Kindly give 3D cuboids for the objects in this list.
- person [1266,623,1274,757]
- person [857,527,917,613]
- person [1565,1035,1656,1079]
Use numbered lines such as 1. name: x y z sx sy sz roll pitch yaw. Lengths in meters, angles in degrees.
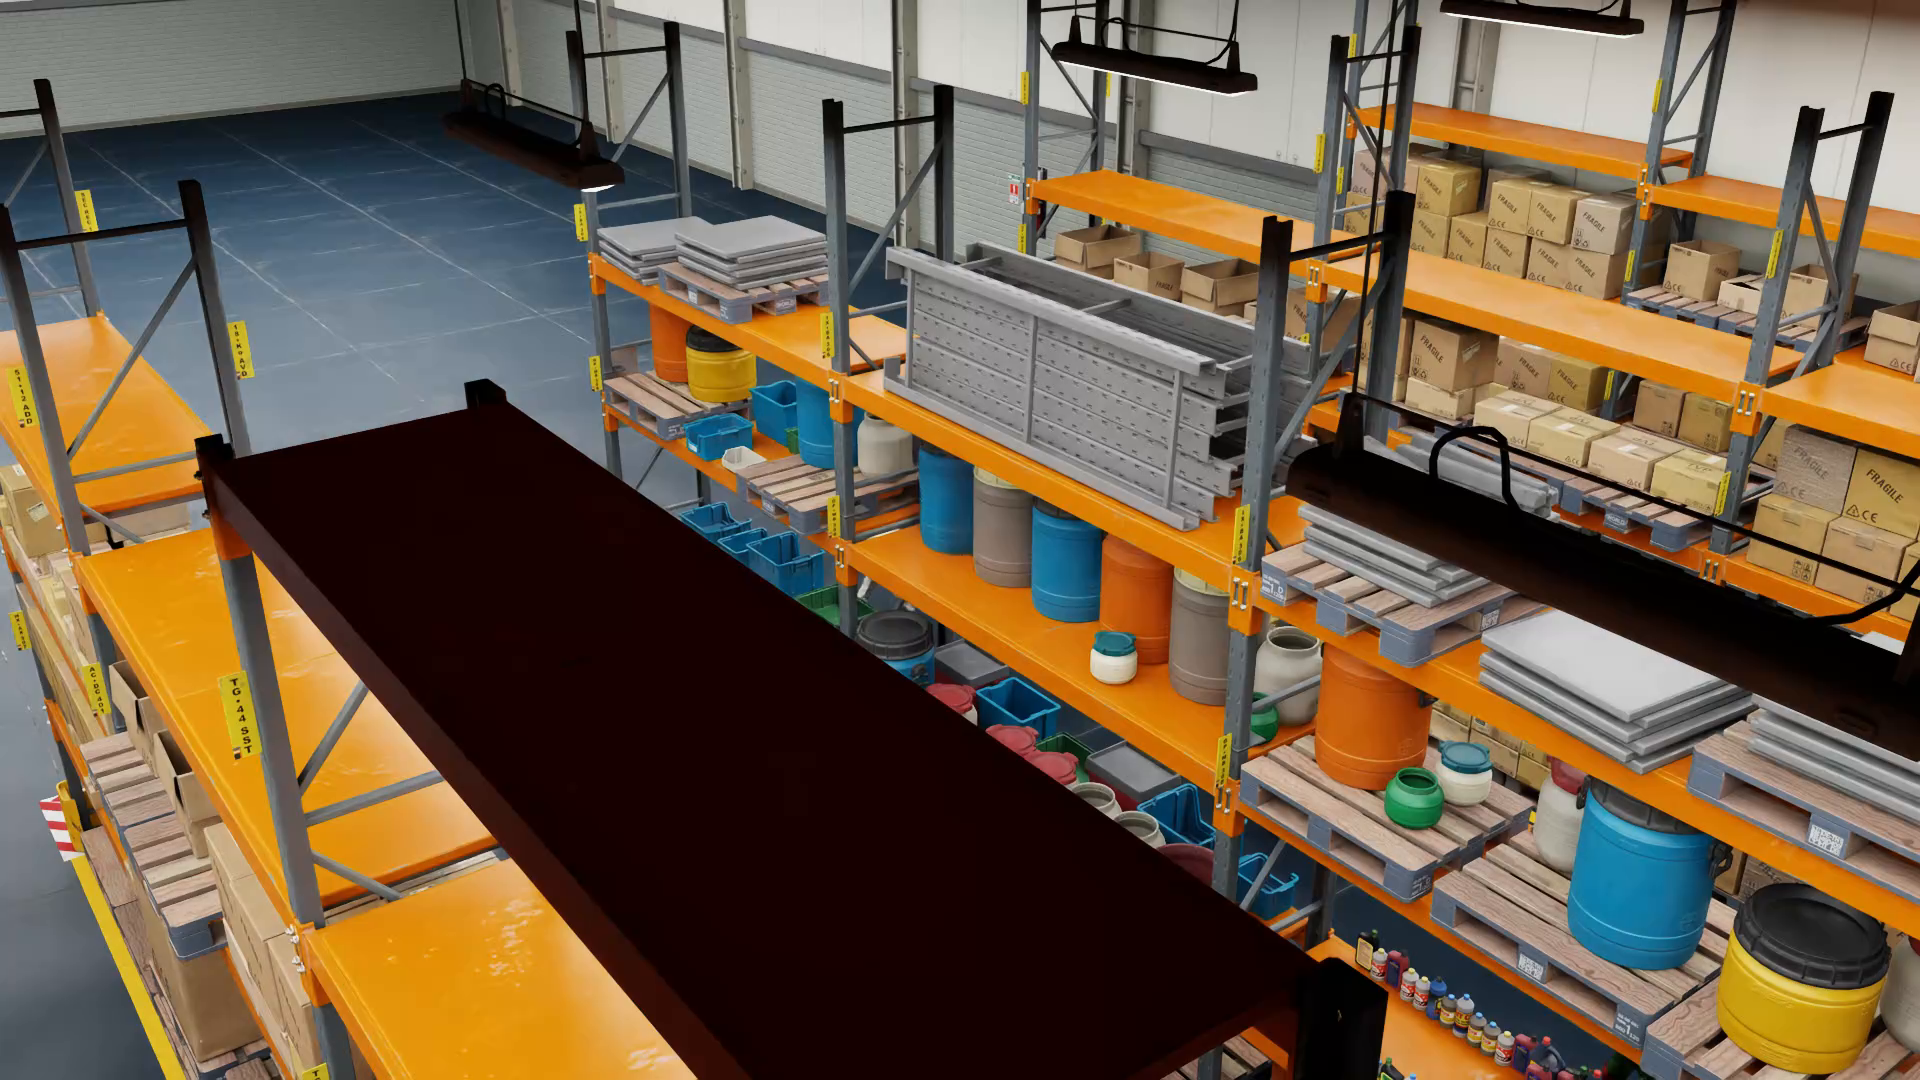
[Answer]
1. person: 2.371 1.331 13.613 0.475 1.562 1.057 -13 28 -25
2. person: -0.855 0.016 16.816 0.993 1.723 0.574 8 26 17
3. person: 4.250 3.008 10.337 0.600 1.721 1.050 -20 31 -36
